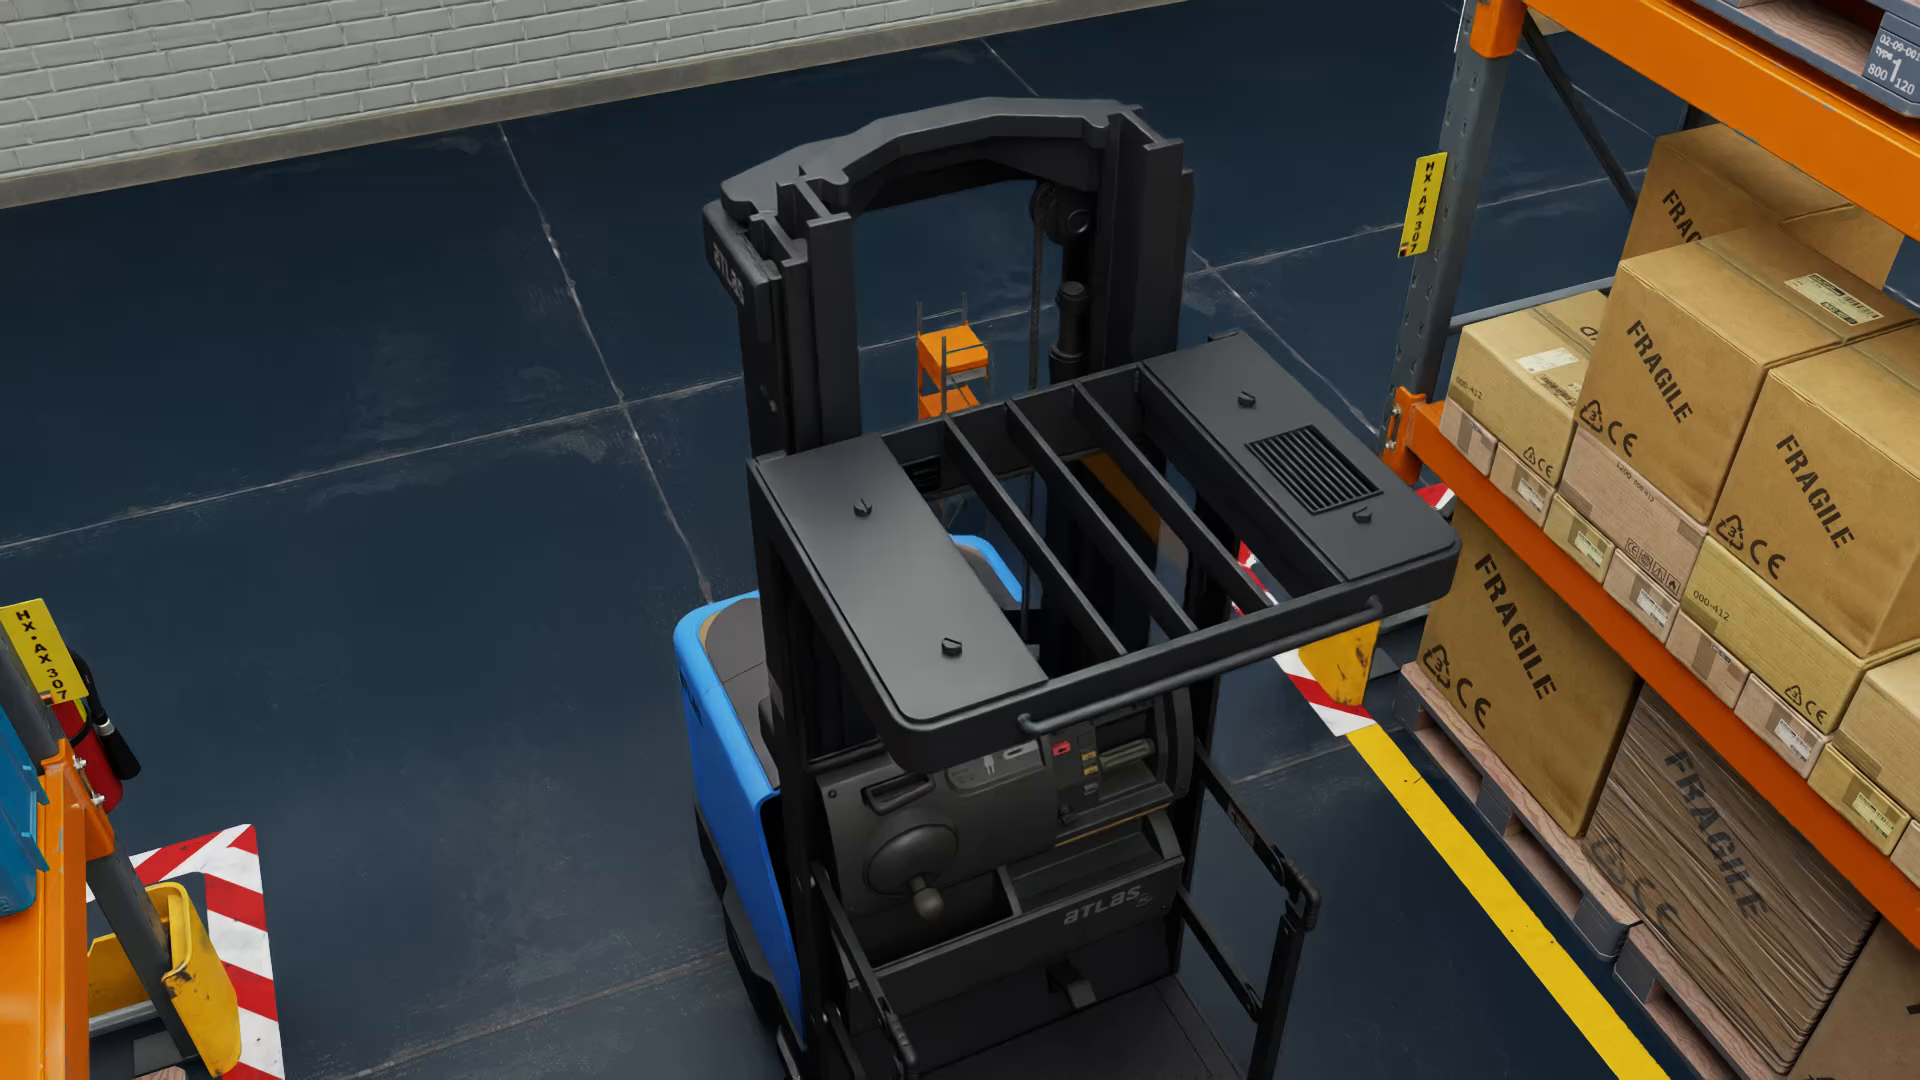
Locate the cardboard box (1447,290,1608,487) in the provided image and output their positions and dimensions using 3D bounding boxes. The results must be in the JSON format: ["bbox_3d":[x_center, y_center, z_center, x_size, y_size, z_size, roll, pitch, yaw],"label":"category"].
[{"bbox_3d":[1.800,-0.453,4.863,0.500,0.250,0.500,-16,43,-18],"label":"cardboard box"}]

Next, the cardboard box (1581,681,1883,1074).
[{"bbox_3d":[2.533,0.807,4.819,0.875,0.875,0.875,-15,43,-17],"label":"cardboard box"}]

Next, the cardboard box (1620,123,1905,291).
[{"bbox_3d":[2.295,-0.866,4.768,0.500,0.500,0.500,-15,43,-16],"label":"cardboard box"}]

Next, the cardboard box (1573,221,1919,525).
[{"bbox_3d":[1.992,-0.436,4.268,0.500,0.500,0.500,-16,43,-18],"label":"cardboard box"}]

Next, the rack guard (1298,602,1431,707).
[{"bbox_3d":[1.857,0.180,6.157,1.175,0.500,0.348,-15,43,-17],"label":"rack guard"}]

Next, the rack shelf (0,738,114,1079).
[{"bbox_3d":[-1.945,1.960,2.722,1.077,0.370,4.000,-15,43,-17],"label":"rack shelf"}]

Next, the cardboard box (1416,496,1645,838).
[{"bbox_3d":[2.185,0.259,5.456,0.875,0.875,0.875,-15,43,-17],"label":"cardboard box"}]

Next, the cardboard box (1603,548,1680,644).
[{"bbox_3d":[1.996,0.103,4.522,0.380,0.149,0.250,-16,43,-18],"label":"cardboard box"}]

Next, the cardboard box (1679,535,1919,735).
[{"bbox_3d":[2.194,0.162,4.148,0.500,0.250,0.500,-16,43,-18],"label":"cardboard box"}]

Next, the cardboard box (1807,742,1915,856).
[{"bbox_3d":[2.287,0.564,3.986,0.380,0.149,0.250,-16,43,-18],"label":"cardboard box"}]

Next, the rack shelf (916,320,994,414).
[{"bbox_3d":[-0.020,-0.637,6.267,0.215,0.259,0.240,-15,43,-17],"label":"rack shelf"}]

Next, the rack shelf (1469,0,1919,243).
[{"bbox_3d":[2.632,-0.413,3.181,1.077,0.370,4.000,-15,43,-17],"label":"rack shelf"}]

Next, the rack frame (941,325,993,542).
[{"bbox_3d":[0.026,-0.357,6.360,0.200,1.050,0.008,-15,43,-17],"label":"rack frame"}]

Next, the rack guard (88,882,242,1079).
[{"bbox_3d":[-2.731,1.419,4.717,1.175,0.500,0.348,-15,43,-17],"label":"rack guard"}]

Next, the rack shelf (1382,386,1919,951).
[{"bbox_3d":[2.632,0.724,4.159,1.077,0.370,4.000,-15,43,-17],"label":"rack shelf"}]

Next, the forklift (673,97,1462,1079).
[{"bbox_3d":[0.218,0.663,3.731,1.130,2.935,3.031,-17,43,-18],"label":"forklift"}]

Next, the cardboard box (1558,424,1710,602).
[{"bbox_3d":[2.005,-0.141,4.501,0.500,0.250,0.500,-16,43,-17],"label":"cardboard box"}]

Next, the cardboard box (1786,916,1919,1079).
[{"bbox_3d":[2.874,1.343,4.195,0.875,0.875,0.875,-15,43,-17],"label":"cardboard box"}]

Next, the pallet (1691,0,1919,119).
[{"bbox_3d":[2.160,-1.413,3.860,1.003,0.211,1.213,-15,43,-17],"label":"pallet"}]

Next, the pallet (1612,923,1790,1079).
[{"bbox_3d":[2.707,1.500,4.844,1.003,0.211,1.213,-15,43,-17],"label":"pallet"}]

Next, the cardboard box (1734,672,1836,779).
[{"bbox_3d":[2.191,0.412,4.163,0.380,0.149,0.250,-16,43,-17],"label":"cardboard box"}]

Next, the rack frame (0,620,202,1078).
[{"bbox_3d":[-2.710,0.482,3.889,1.000,3.000,0.127,-15,43,-17],"label":"rack frame"}]

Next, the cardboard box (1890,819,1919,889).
[{"bbox_3d":[2.389,0.722,3.803,0.380,0.149,0.250,-14,43,-16],"label":"cardboard box"}]

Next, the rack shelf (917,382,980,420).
[{"bbox_3d":[-0.020,-0.422,6.452,0.215,0.259,0.240,-15,43,-17],"label":"rack shelf"}]

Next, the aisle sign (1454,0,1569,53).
[{"bbox_3d":[1.562,-1.708,4.441,0.394,0.787,0.004,-15,43,-17],"label":"aisle sign"}]

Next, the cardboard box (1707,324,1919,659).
[{"bbox_3d":[2.196,-0.125,3.907,0.500,0.500,0.500,-16,43,-18],"label":"cardboard box"}]

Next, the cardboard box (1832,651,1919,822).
[{"bbox_3d":[2.399,0.475,3.784,0.500,0.250,0.500,-16,43,-18],"label":"cardboard box"}]

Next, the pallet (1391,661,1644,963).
[{"bbox_3d":[2.244,0.766,5.697,1.003,0.211,1.213,-15,43,-17],"label":"pallet"}]

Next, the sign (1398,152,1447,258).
[{"bbox_3d":[1.351,-0.977,4.861,0.100,0.325,0.005,-15,43,-17],"label":"sign"}]

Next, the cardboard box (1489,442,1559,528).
[{"bbox_3d":[1.797,-0.208,4.884,0.380,0.149,0.250,-16,43,-17],"label":"cardboard box"}]

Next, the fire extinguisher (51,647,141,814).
[{"bbox_3d":[-2.348,0.449,4.273,0.296,0.674,0.183,-15,43,-17],"label":"fire extinguisher"}]

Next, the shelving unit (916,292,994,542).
[{"bbox_3d":[-0.020,-0.430,6.445,0.215,1.050,0.252,-15,43,-17],"label":"shelving unit"}]

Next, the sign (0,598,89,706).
[{"bbox_3d":[-2.208,0.273,4.006,0.100,0.325,0.005,-15,43,-17],"label":"sign"}]

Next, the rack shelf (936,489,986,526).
[{"bbox_3d":[-0.020,-0.212,6.633,0.215,0.259,0.240,-15,43,-17],"label":"rack shelf"}]

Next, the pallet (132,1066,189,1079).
[{"bbox_3d":[-2.430,2.046,4.209,1.003,0.211,1.213,-15,43,-17],"label":"pallet"}]

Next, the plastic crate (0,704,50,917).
[{"bbox_3d":[-2.409,0.601,3.677,0.616,0.435,0.499,-15,43,-17],"label":"plastic crate"}]

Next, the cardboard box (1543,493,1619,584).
[{"bbox_3d":[1.895,-0.054,4.704,0.380,0.149,0.250,-16,43,-18],"label":"cardboard box"}]

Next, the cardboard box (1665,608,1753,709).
[{"bbox_3d":[2.092,0.257,4.344,0.380,0.149,0.250,-16,43,-18],"label":"cardboard box"}]

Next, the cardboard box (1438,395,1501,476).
[{"bbox_3d":[1.697,-0.362,5.063,0.380,0.149,0.250,-15,43,-16],"label":"cardboard box"}]

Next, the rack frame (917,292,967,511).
[{"bbox_3d":[-0.067,-0.504,6.531,0.200,1.050,0.008,-15,43,-17],"label":"rack frame"}]

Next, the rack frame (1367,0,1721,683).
[{"bbox_3d":[1.866,-0.753,5.326,1.000,3.000,0.127,-15,43,-17],"label":"rack frame"}]
